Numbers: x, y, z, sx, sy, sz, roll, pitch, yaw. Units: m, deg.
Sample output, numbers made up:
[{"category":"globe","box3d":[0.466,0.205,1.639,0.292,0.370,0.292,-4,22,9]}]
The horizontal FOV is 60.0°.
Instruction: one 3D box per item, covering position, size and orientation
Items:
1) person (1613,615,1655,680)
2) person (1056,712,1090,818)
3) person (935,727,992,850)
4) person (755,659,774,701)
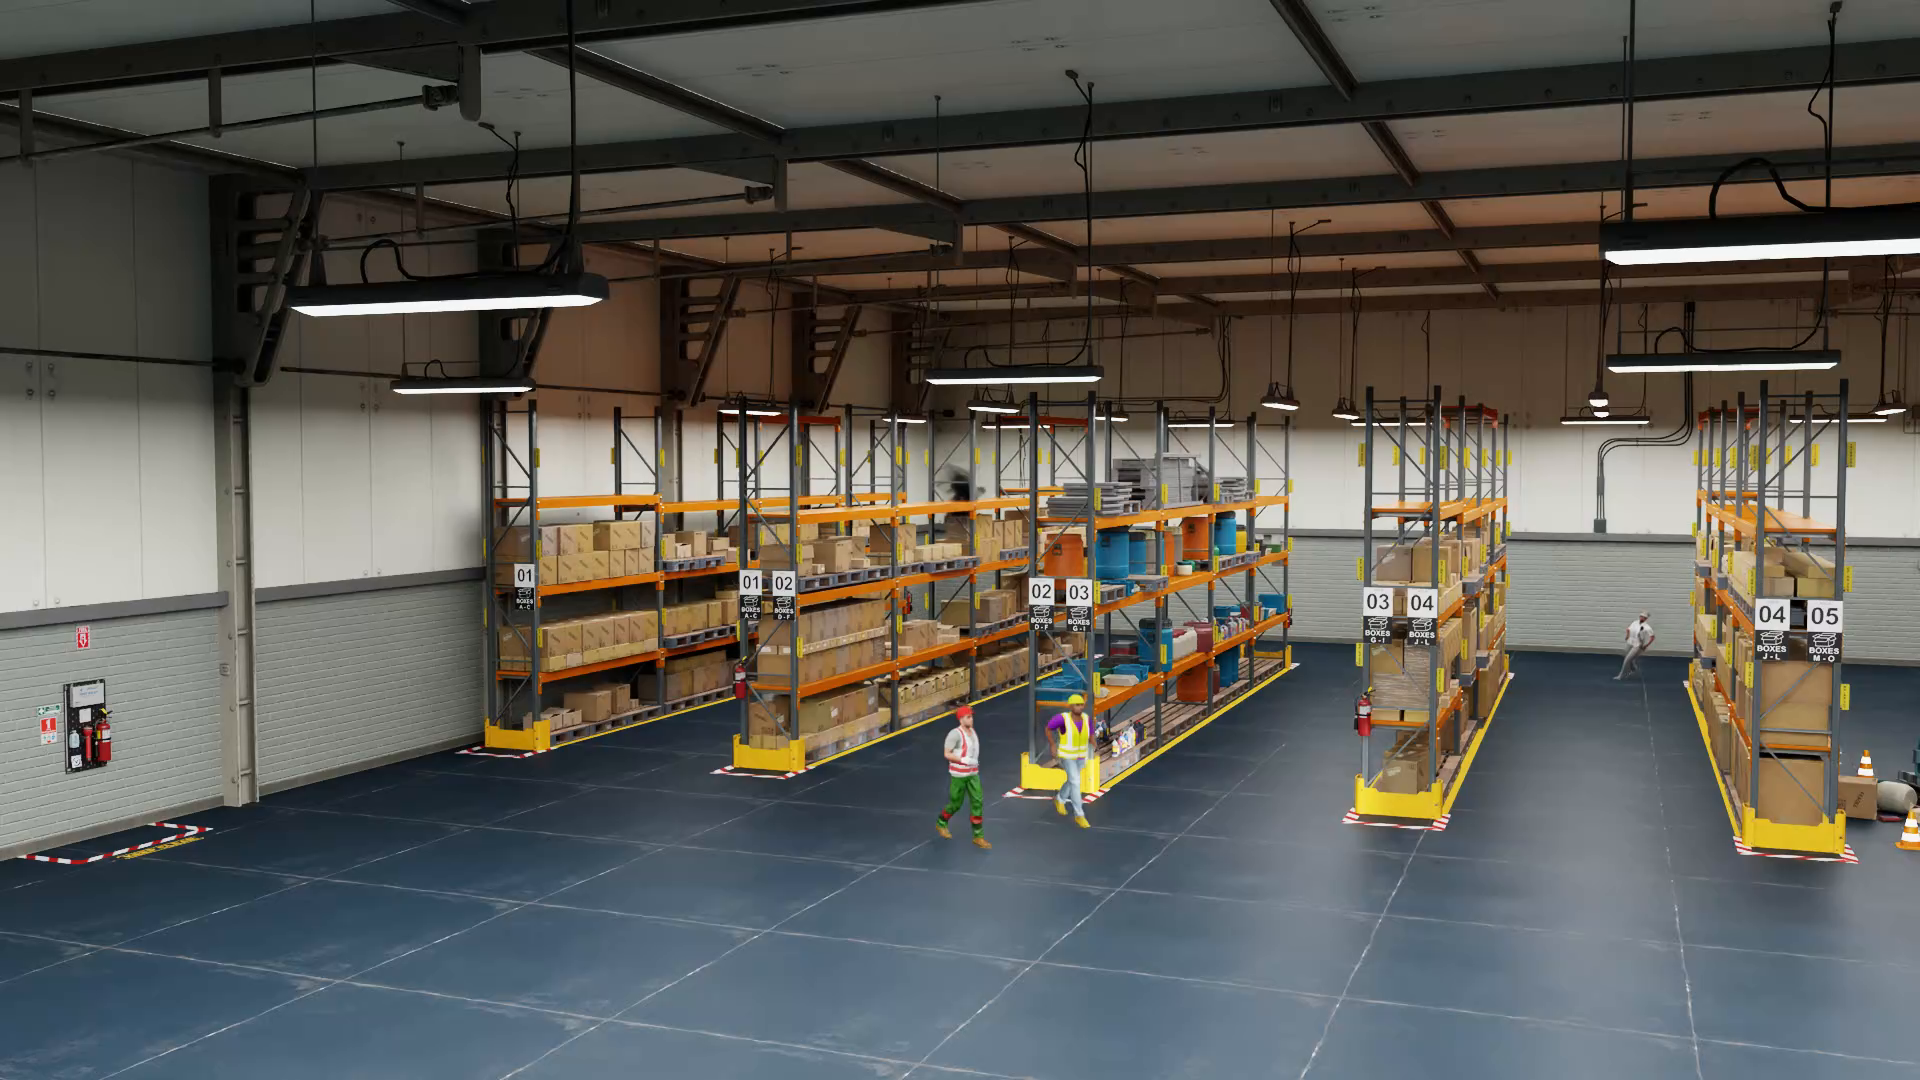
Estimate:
[{"category":"person","box3d":[15.199,2.390,37.325,0.764,1.535,0.767,-2,3,-34]},{"category":"person","box3d":[1.507,3.052,22.877,0.441,1.424,0.809,-2,3,-32]},{"category":"person","box3d":[0.027,3.174,21.465,0.611,1.537,0.918,-3,4,-44]},{"category":"person","box3d":[-3.556,2.585,31.108,0.568,1.578,0.770,1,3,12]}]
